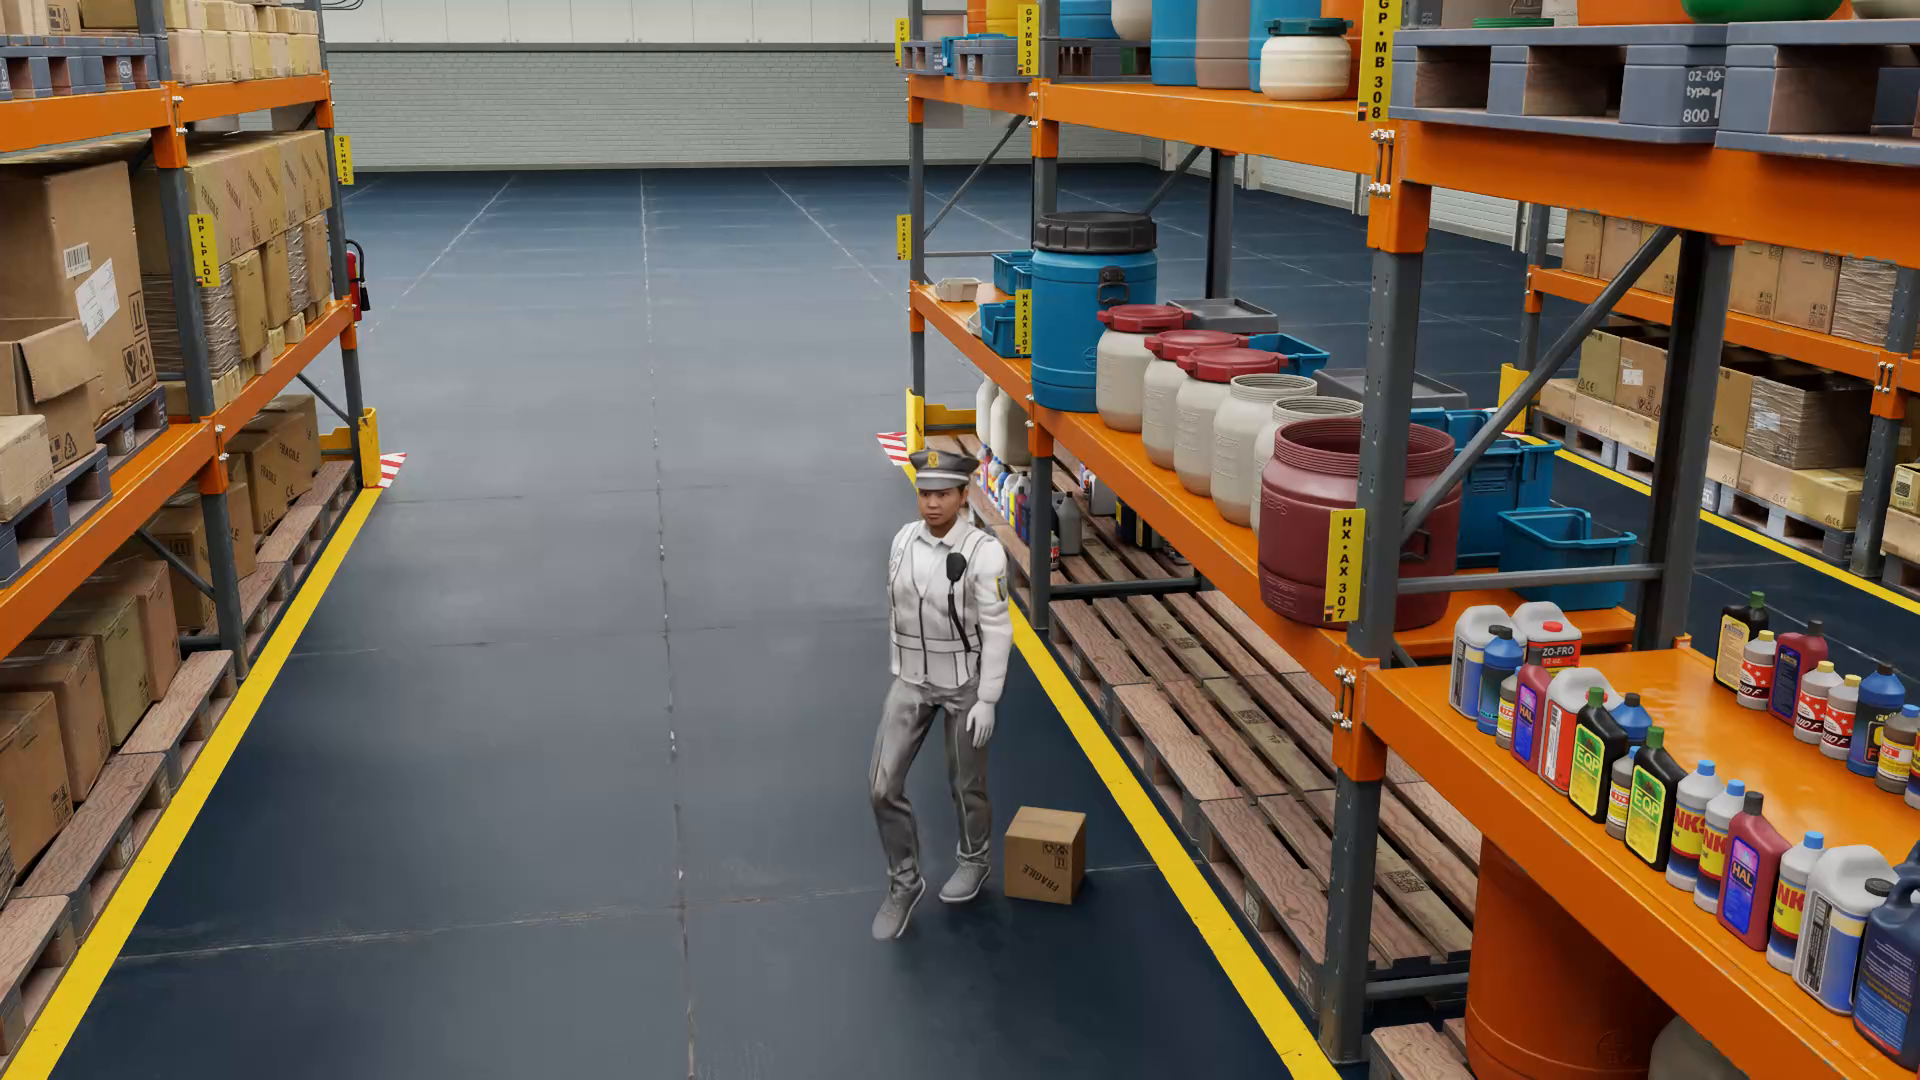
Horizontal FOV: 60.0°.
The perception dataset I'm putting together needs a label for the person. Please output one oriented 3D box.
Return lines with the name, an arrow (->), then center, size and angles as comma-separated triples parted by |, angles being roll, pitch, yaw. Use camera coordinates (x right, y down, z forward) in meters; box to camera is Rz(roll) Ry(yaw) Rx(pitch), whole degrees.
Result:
person -> -0.059, 0.533, 5.712 | 0.504, 1.746, 0.536 | 7, 18, 23
